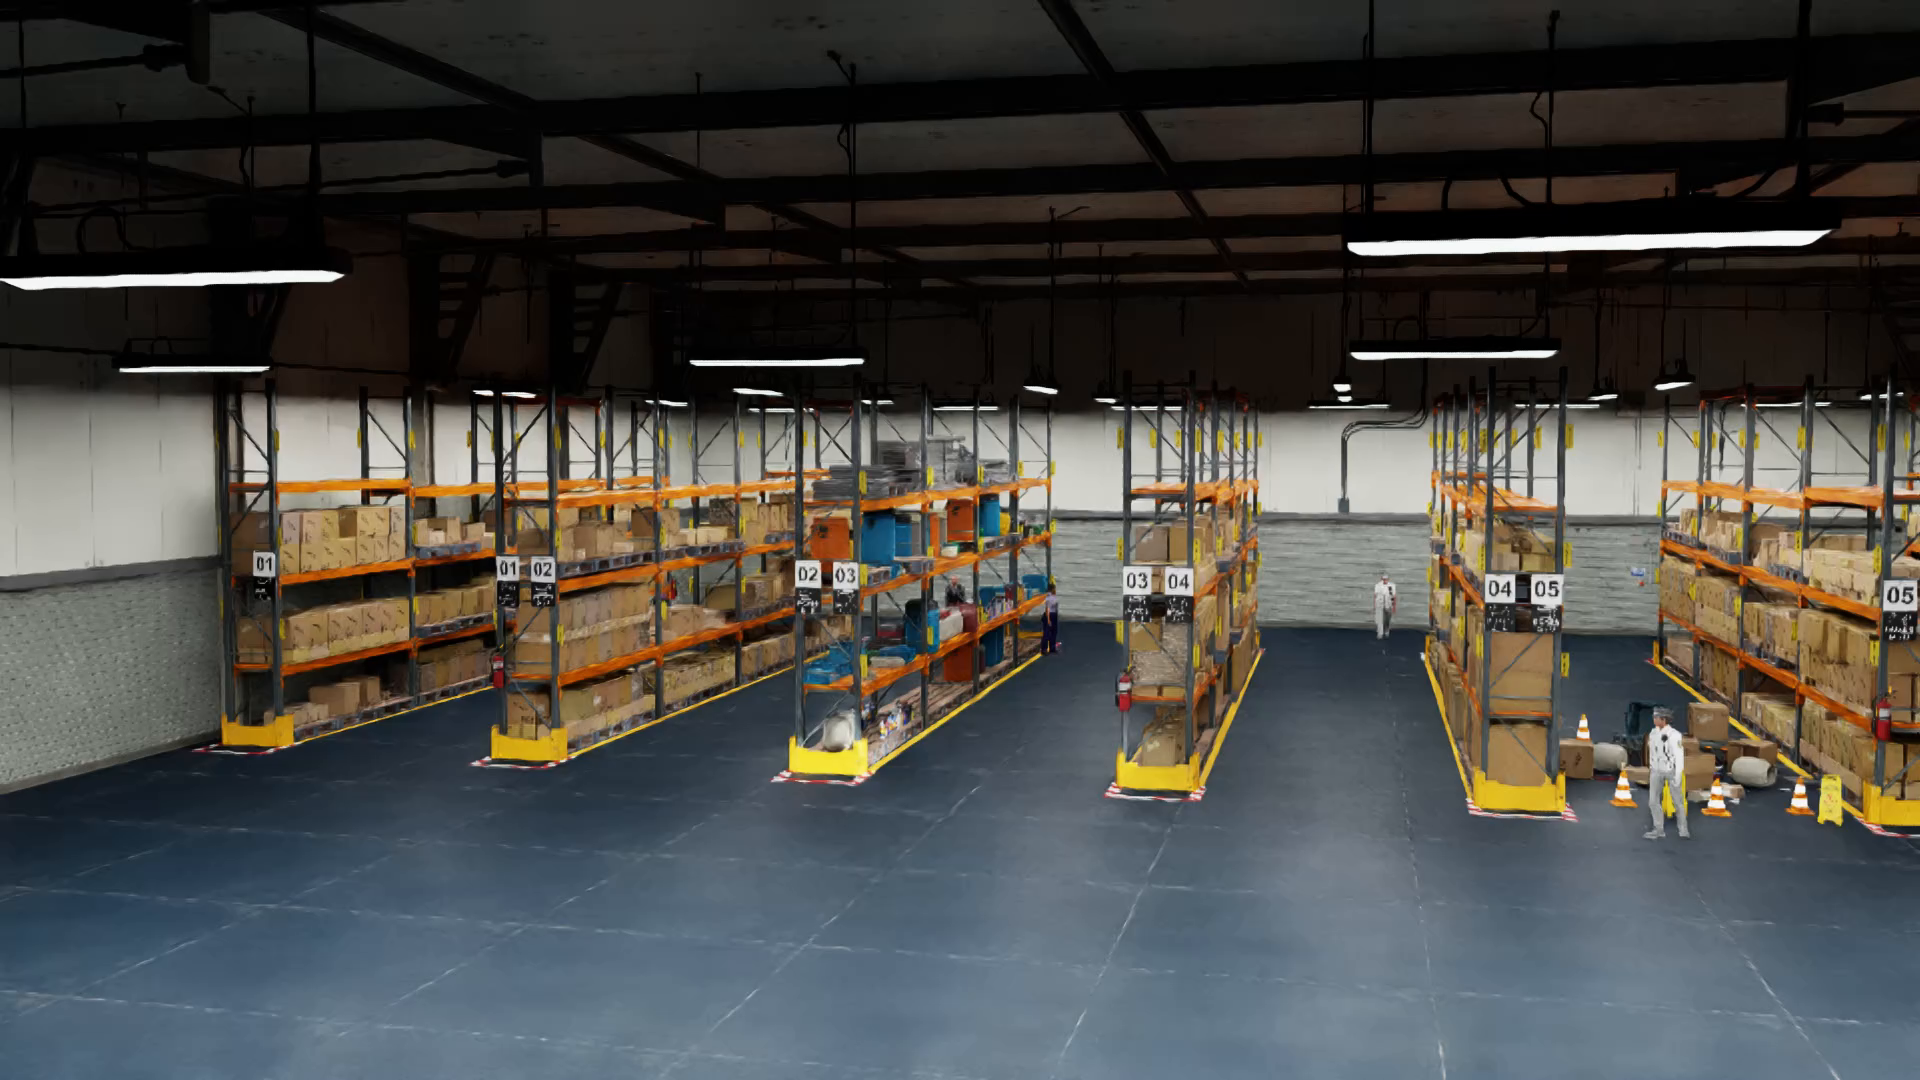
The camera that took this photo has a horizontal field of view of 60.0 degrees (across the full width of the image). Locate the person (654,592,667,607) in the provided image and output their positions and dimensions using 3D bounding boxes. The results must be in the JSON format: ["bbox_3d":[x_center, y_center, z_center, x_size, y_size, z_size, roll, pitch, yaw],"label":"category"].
[{"bbox_3d":[-7.985,1.560,44.072,0.588,1.595,0.392,-3,5,-42],"label":"person"}]

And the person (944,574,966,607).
[{"bbox_3d":[-0.132,1.674,41.583,0.543,1.648,1.115,1,4,16],"label":"person"}]

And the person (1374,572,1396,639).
[{"bbox_3d":[10.694,1.639,41.817,0.540,1.676,1.120,1,3,11],"label":"person"}]

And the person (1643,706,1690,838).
[{"bbox_3d":[8.915,2.920,20.946,0.568,1.661,0.507,-2,4,-29],"label":"person"}]

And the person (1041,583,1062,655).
[{"bbox_3d":[2.119,1.843,38.846,0.388,1.641,0.557,1,4,24],"label":"person"}]
